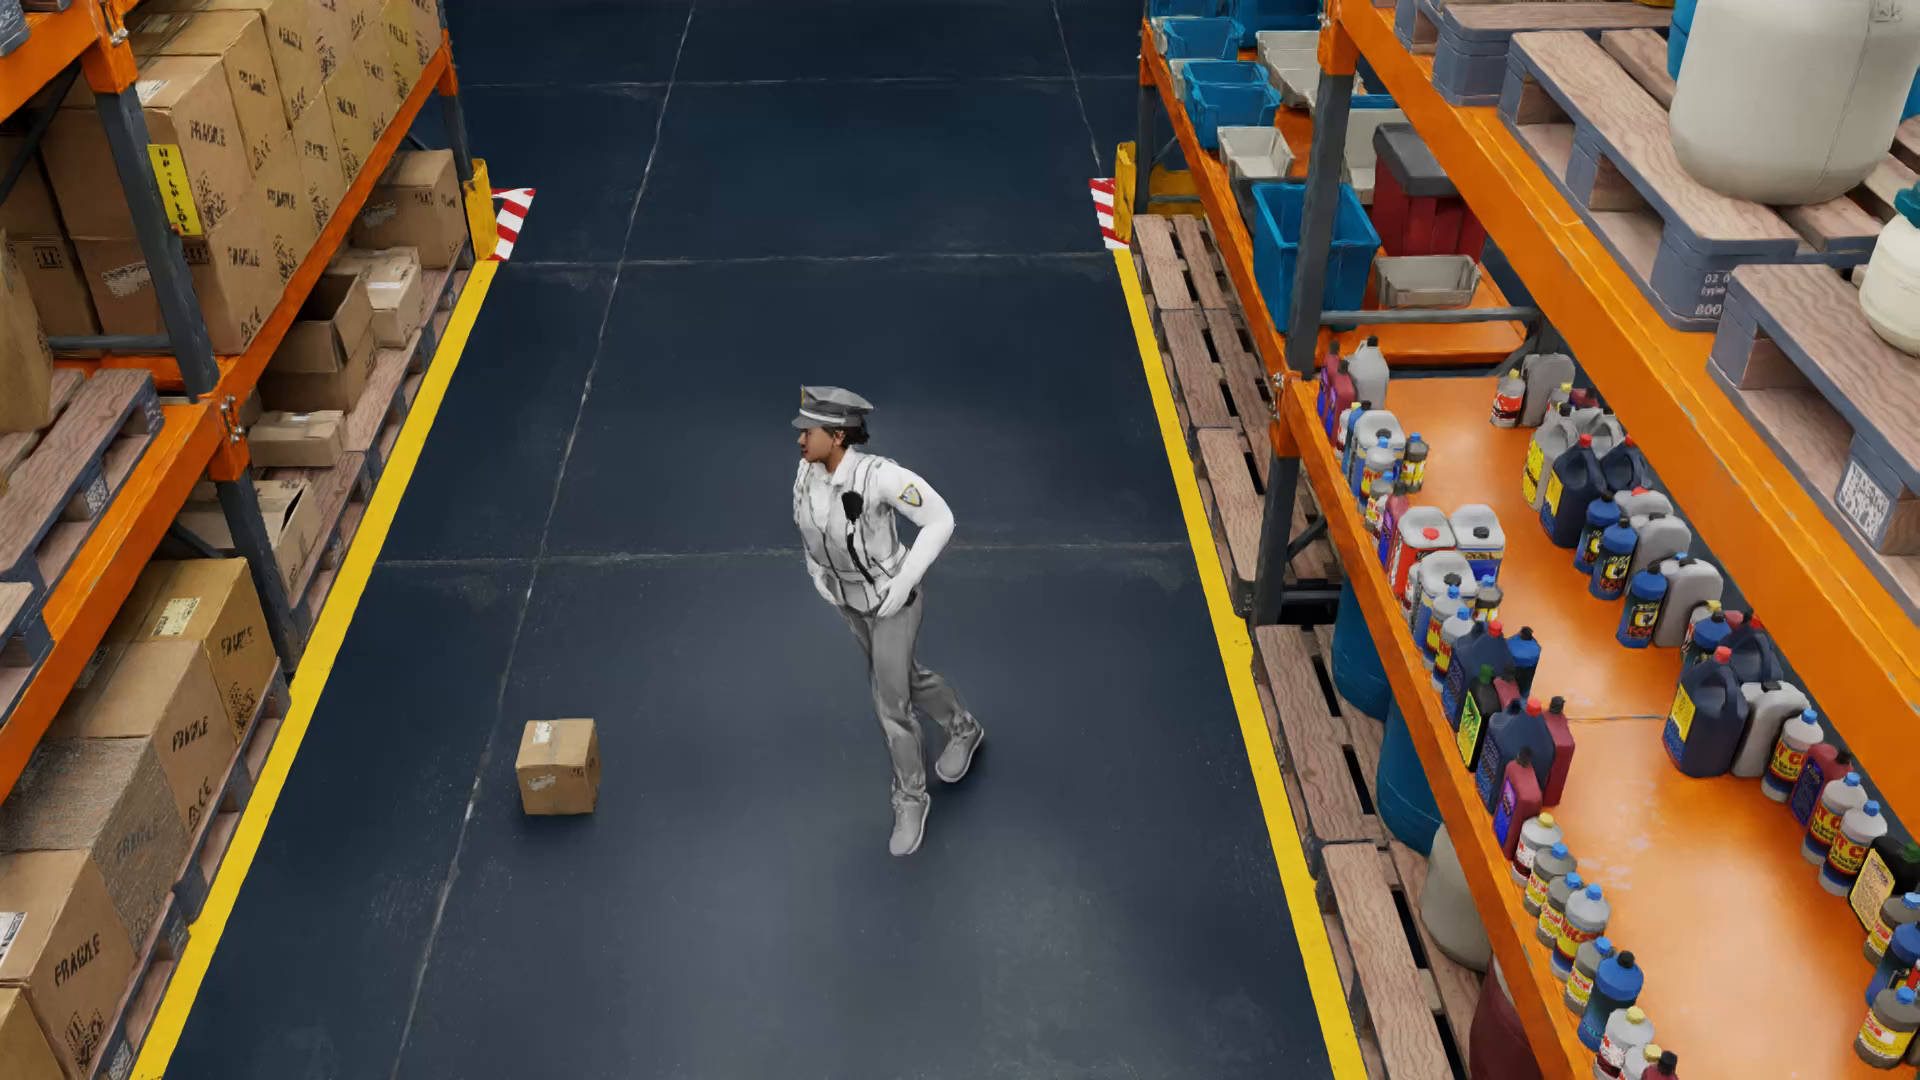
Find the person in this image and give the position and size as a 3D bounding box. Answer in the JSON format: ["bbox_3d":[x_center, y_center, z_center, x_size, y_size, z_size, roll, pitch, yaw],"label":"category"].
[{"bbox_3d":[-0.275,0.220,5.893,0.747,1.680,0.649,27,43,32],"label":"person"}]
